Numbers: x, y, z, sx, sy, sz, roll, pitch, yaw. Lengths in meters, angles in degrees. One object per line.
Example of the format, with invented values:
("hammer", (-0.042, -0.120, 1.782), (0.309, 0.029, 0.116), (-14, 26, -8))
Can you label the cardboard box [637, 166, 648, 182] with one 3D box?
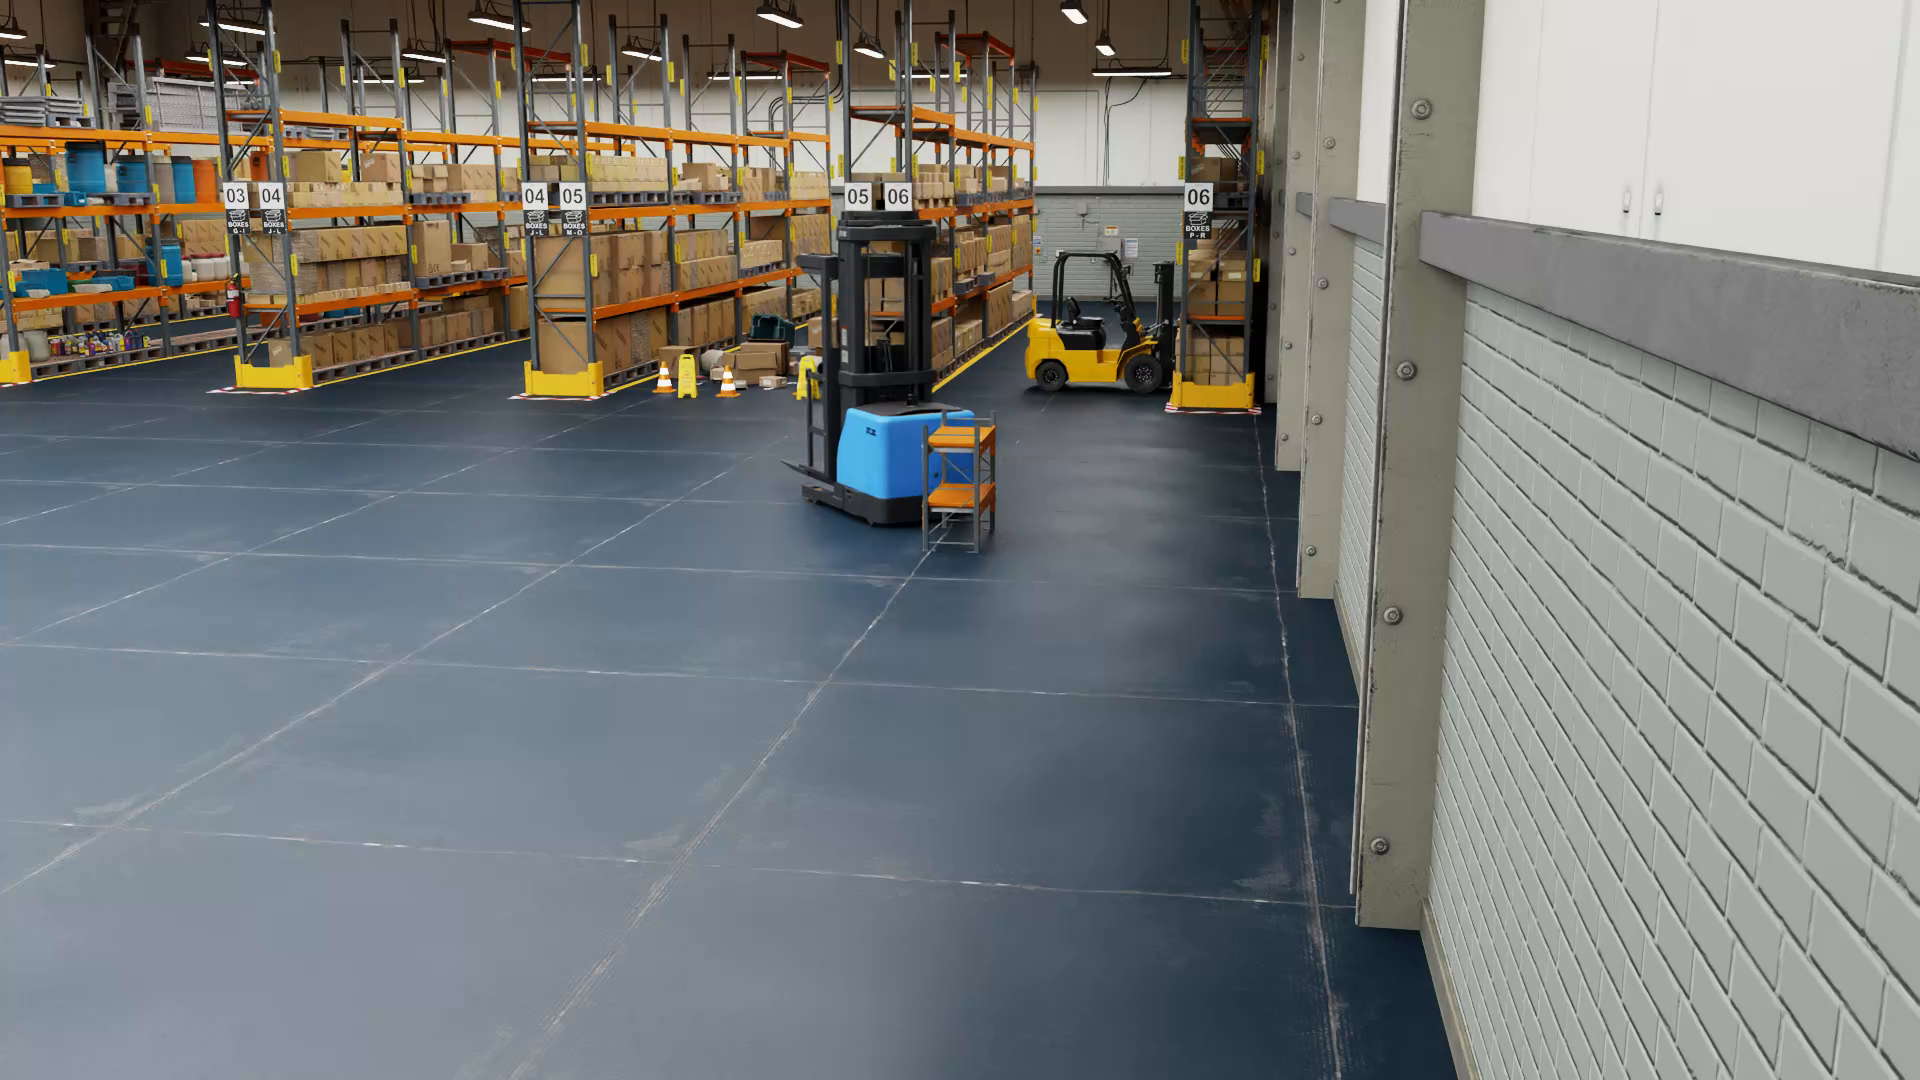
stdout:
("cardboard box", (-5.472, -6.034, 27.426), (0.500, 0.250, 0.500), (2, 12, 8))

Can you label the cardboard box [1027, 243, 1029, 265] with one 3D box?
("cardboard box", (1.355, -6.756, 39.243), (0.500, 0.500, 0.500), (2, 12, 7))

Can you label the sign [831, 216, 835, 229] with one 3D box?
("sign", (-3.102, -7.758, 40.631), (0.100, 0.325, 0.005), (2, 12, 9))

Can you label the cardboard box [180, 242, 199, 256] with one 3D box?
("cardboard box", (-18.588, -6.877, 39.802), (0.500, 0.500, 0.500), (2, 12, 10))

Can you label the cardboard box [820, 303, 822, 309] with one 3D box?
("cardboard box", (-3.462, -5.698, 40.341), (0.380, 0.149, 0.250), (2, 12, 10))

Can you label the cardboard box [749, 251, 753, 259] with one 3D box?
("cardboard box", (-4.489, -5.881, 34.313), (0.380, 0.149, 0.250), (2, 12, 9))

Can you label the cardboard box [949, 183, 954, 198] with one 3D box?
("cardboard box", (-0.388, -5.860, 27.851), (0.500, 0.250, 0.500), (2, 12, 8))

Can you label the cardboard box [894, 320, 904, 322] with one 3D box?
("cardboard box", (-1.138, -3.666, 27.351), (0.380, 0.149, 0.250), (3, 12, 12))

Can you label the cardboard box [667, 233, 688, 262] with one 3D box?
("cardboard box", (-5.345, -5.310, 30.159), (0.700, 0.500, 0.500), (2, 12, 8))

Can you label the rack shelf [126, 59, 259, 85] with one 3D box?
("rack shelf", (-18.628, -11.353, 40.387), (1.077, 0.370, 4.000), (2, 12, 9))

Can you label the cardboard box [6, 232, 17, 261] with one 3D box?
("cardboard box", (-23.732, -7.149, 40.592), (0.980, 0.700, 0.700), (2, 12, 10))

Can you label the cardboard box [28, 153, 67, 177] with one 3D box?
("cardboard box", (-19.478, -7.993, 35.486), (0.500, 0.500, 0.500), (2, 12, 9))

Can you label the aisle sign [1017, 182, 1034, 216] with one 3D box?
("aisle sign", (1.577, -8.196, 39.991), (0.394, 0.787, 0.004), (2, 12, 9))

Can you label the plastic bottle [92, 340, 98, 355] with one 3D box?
("plastic bottle", (-15.248, -3.391, 29.298), (0.097, 0.271, 0.097), (0, 12, 0))

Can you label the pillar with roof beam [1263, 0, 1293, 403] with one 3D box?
("pillar with roof beam", (0.448, -6.618, 24.597), (9.100, 9.000, 0.400), (2, 12, 9))

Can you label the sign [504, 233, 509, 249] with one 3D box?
("sign", (-9.226, -6.088, 33.818), (0.100, 0.325, 0.005), (2, 12, 9))

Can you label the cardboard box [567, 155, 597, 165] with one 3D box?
("cardboard box", (-5.742, -5.776, 25.280), (0.380, 0.149, 0.250), (2, 12, 9))

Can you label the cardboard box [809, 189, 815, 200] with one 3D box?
("cardboard box", (-3.679, -8.029, 38.622), (0.500, 0.250, 0.500), (2, 12, 11))

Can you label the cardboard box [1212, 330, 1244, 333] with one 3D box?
("cardboard box", (4.125, -3.081, 25.585), (0.500, 0.250, 0.500), (2, 12, 8))

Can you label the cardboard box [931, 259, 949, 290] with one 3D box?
("cardboard box", (-0.481, -4.409, 27.644), (0.500, 0.500, 0.500), (2, 12, 11))

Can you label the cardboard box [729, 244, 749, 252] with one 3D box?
("cardboard box", (-4.535, -5.965, 33.994), (0.380, 0.149, 0.250), (2, 12, 8))

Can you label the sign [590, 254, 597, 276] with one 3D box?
("sign", (-5.561, -4.172, 25.245), (0.100, 0.325, 0.005), (2, 12, 9))

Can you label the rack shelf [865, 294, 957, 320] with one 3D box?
("rack shelf", (-0.894, -3.654, 26.795), (1.077, 0.370, 4.000), (2, 12, 9))

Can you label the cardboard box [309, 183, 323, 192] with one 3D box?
("cardboard box", (-10.558, -5.710, 26.917), (0.380, 0.149, 0.250), (2, 12, 11))

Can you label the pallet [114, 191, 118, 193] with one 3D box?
("pallet", (-19.262, -7.756, 37.443), (1.213, 0.211, 1.003), (2, 12, 9))

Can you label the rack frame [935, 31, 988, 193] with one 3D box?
("rack frame", (0.029, -8.188, 31.883), (1.000, 3.000, 0.127), (2, 12, 9))

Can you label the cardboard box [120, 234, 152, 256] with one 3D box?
("cardboard box", (-19.230, -6.893, 38.882), (0.700, 0.500, 0.500), (-2, 12, -10))

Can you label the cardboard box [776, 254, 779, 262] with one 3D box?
("cardboard box", (-4.167, -6.166, 36.343), (0.380, 0.149, 0.250), (2, 12, 9))

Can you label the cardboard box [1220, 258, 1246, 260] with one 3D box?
("cardboard box", (4.067, -4.113, 24.731), (0.380, 0.149, 0.250), (2, 12, 10))

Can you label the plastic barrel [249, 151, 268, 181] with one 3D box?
("plastic barrel", (-14.567, -7.736, 34.892), (0.600, 0.830, 0.708), (2, 12, 9))

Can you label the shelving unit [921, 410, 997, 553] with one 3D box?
("shelving unit", (0.001, -0.551, 15.138), (0.538, 1.125, 1.048), (2, 12, 9))

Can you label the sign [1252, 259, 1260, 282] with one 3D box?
("sign", (4.251, -3.872, 23.856), (0.100, 0.325, 0.005), (2, 12, 9))

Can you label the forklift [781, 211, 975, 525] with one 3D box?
("forklift", (-0.971, -1.838, 16.822), (1.130, 2.935, 3.031), (-6, 14, -27))

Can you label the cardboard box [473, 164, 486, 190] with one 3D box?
("cardboard box", (-9.658, -7.121, 32.630), (0.500, 0.500, 0.500), (2, 12, 9))

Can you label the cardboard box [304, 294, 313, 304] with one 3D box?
("cardboard box", (-10.657, -3.891, 26.782), (0.380, 0.149, 0.250), (2, 12, 9))

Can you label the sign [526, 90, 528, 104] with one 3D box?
("sign", (-9.693, -9.899, 37.228), (0.100, 0.325, 0.005), (2, 12, 9))

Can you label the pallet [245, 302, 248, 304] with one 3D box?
("pallet", (-18.454, -6.018, 42.675), (1.003, 0.211, 1.213), (2, 12, 9))

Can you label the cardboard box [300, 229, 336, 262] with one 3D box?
("cardboard box", (-10.556, -4.803, 27.102), (0.500, 0.500, 0.500), (2, 12, 9))

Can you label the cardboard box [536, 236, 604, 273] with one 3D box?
("cardboard box", (-6.013, -4.406, 25.657), (0.875, 0.550, 0.550), (2, 12, 9))

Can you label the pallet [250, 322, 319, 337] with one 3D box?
("pallet", (-14.577, -4.539, 35.811), (1.003, 0.211, 1.213), (2, 12, 9))

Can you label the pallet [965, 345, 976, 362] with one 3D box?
("pallet", (-0.283, -3.476, 30.879), (1.003, 0.211, 1.213), (2, 12, 9))

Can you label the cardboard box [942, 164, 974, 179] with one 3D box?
("cardboard box", (-0.034, -6.478, 29.241), (0.500, 0.250, 0.500), (2, 12, 7))

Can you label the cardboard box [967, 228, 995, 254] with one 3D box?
("cardboard box", (0.413, -5.991, 33.319), (0.500, 0.500, 0.500), (2, 12, 9))

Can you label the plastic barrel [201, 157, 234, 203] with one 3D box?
("plastic barrel", (-14.998, -7.284, 33.620), (0.600, 0.901, 0.600), (0, 12, 0))

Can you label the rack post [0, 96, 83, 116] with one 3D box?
("rack post", (-15.621, -7.371, 28.274), (0.937, 0.300, 0.954), (2, 12, 8))

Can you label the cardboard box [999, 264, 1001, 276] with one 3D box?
("cardboard box", (0.573, -5.595, 34.447), (0.500, 0.250, 0.500), (2, 12, 9))

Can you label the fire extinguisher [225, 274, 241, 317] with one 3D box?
("fire extinguisher", (-11.467, -3.864, 26.244), (0.296, 0.674, 0.183), (2, 12, 9))

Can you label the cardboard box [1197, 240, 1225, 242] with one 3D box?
("cardboard box", (5.174, -5.981, 34.647), (0.700, 0.500, 0.500), (2, 12, 9))

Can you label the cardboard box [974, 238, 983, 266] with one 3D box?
("cardboard box", (0.165, -5.443, 31.447), (0.500, 0.500, 0.500), (2, 12, 8))

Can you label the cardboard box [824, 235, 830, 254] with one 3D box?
("cardboard box", (-3.462, -7.152, 40.374), (0.500, 0.500, 0.500), (2, 12, 10))

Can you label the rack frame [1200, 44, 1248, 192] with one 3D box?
("rack frame", (5.549, -8.860, 35.004), (1.000, 3.000, 0.127), (2, 12, 9))

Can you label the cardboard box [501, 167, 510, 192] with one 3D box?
("cardboard box", (-9.741, -7.428, 34.233), (0.797, 0.503, 0.637), (3, 12, 12))

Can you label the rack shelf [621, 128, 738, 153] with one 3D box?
("rack shelf", (-5.185, -7.364, 30.715), (1.077, 0.370, 4.000), (2, 12, 9))

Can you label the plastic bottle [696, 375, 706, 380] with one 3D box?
("plastic bottle", (-4.364, -2.704, 27.654), (0.283, 0.061, 0.133), (-2, 12, -11))

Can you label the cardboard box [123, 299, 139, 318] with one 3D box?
("cardboard box", (-18.967, -5.299, 37.606), (0.500, 0.500, 0.500), (1, 12, 7))

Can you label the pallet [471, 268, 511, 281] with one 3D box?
("pallet", (-9.768, -5.331, 33.320), (1.213, 0.211, 1.003), (2, 12, 9))
